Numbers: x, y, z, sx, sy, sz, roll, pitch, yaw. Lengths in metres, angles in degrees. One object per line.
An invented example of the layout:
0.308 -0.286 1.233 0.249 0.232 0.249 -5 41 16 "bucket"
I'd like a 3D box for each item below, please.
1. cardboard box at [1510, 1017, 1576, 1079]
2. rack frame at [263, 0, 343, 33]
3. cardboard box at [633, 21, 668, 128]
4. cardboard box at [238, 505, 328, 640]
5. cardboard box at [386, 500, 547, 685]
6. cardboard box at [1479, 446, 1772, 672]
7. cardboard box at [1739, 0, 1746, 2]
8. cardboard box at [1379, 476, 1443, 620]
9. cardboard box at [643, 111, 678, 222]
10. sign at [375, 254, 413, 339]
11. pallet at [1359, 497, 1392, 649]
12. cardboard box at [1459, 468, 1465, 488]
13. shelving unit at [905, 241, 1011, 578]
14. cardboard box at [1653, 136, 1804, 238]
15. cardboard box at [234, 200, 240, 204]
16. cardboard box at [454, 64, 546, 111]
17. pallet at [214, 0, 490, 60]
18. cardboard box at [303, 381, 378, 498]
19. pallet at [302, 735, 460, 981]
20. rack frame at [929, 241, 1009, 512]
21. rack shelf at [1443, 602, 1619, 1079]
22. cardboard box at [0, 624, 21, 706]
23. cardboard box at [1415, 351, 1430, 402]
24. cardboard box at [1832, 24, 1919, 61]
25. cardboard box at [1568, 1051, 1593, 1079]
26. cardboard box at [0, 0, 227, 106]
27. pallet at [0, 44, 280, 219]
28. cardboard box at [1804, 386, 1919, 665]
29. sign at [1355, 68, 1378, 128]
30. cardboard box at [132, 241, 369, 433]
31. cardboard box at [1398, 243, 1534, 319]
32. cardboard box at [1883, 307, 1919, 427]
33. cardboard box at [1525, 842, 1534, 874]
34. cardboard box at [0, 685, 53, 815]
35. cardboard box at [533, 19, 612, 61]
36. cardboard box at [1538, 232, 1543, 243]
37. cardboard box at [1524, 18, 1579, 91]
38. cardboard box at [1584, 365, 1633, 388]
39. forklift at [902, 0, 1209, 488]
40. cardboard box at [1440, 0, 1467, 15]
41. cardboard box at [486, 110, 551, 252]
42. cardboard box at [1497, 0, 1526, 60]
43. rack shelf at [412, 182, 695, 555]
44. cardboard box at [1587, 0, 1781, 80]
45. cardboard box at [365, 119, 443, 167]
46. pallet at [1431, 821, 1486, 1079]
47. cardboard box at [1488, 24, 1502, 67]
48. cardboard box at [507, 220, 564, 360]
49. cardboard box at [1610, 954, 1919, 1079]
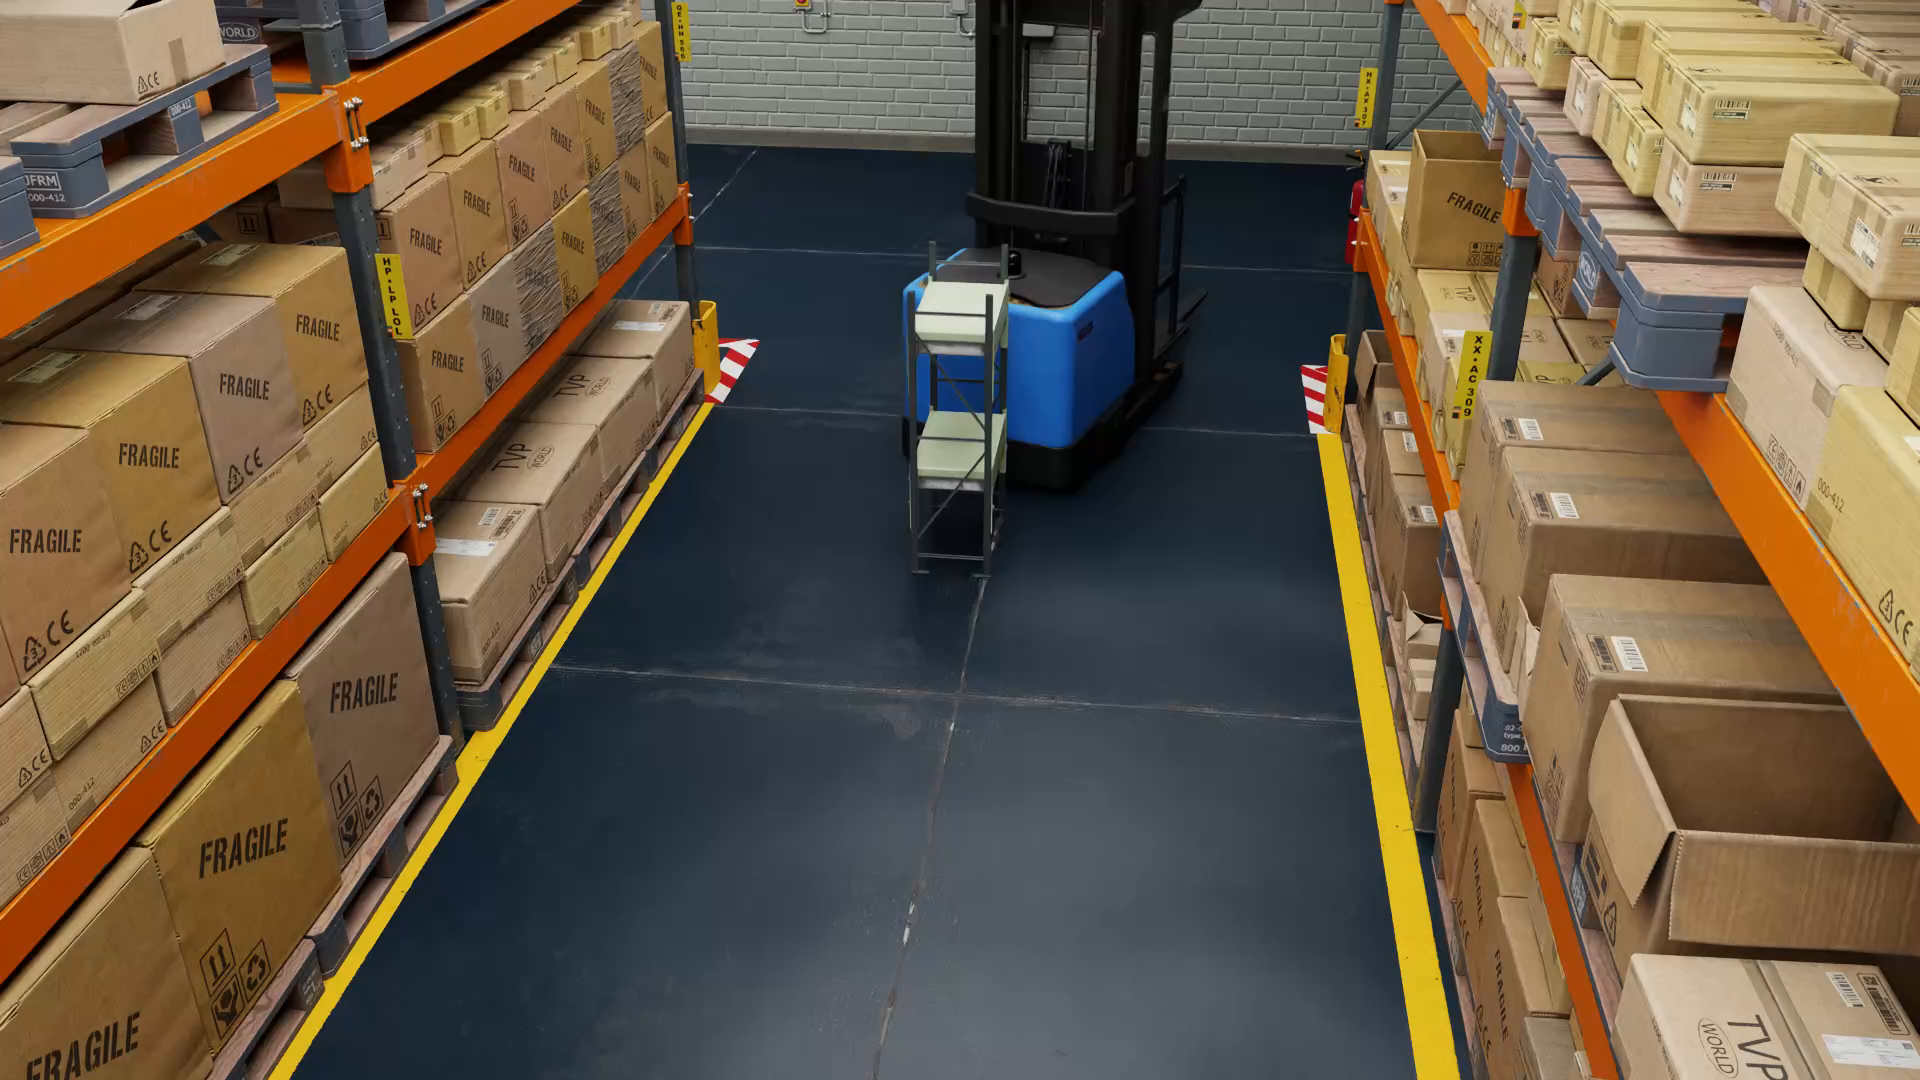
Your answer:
1.833 1.702 4.620 0.500 0.500 0.500 2 28 4 "cardboard box"
-2.620 -3.085 4.989 1.000 3.000 0.127 3 28 6 "rack frame"
-1.953 -2.570 9.199 0.500 0.500 0.500 4 29 8 "cardboard box"
-2.489 0.087 5.583 0.500 0.250 0.500 3 28 5 "cardboard box"
-2.437 0.210 7.457 0.875 0.438 0.875 3 28 5 "cardboard box"
1.962 0.072 4.905 0.700 0.500 0.500 4 29 7 "cardboard box"
2.385 -1.579 4.759 0.380 0.149 0.250 3 28 5 "cardboard box"
2.357 0.046 7.694 0.700 0.500 0.500 2 28 4 "cardboard box"
-1.927 -2.129 9.433 0.500 0.500 0.500 4 29 6 "cardboard box"
-2.081 -0.892 6.106 0.100 0.325 0.005 3 28 6 "sign"
2.538 0.171 8.210 1.003 0.211 1.213 3 28 6 "pallet"
2.095 -0.212 6.245 0.380 0.149 0.250 4 29 7 "cardboard box"
-0.001 -0.657 8.388 0.431 1.500 0.755 3 28 6 "shelving unit"
1.712 -0.754 3.541 0.380 0.149 0.250 4 29 7 "cardboard box"
-2.899 -1.377 6.301 0.380 0.149 0.250 3 28 5 "cardboard box"
-2.119 -2.063 7.574 0.380 0.149 0.250 3 29 6 "cardboard box"
-2.510 -2.110 6.435 1.003 0.211 1.213 3 28 6 "pallet"
-2.433 -0.377 5.917 0.500 0.250 0.500 3 28 6 "cardboard box"
-2.640 1.151 6.391 1.003 0.211 1.213 3 28 6 "pallet"
0.044 -0.829 8.708 0.400 1.500 0.023 3 28 6 "rack frame"
2.061 1.101 4.303 1.077 0.370 4.000 3 28 6 "rack shelf"
-2.677 0.260 3.945 0.500 0.500 0.500 4 29 8 "cardboard box"
2.175 -0.703 7.157 0.380 0.149 0.250 3 28 5 "cardboard box"
2.255 -1.094 3.859 0.380 0.149 0.250 3 28 5 "cardboard box"
1.816 1.486 4.339 0.380 0.149 0.250 2 28 4 "cardboard box"
-2.520 -1.483 4.829 0.500 0.311 0.500 3 28 6 "cardboard box"
-2.684 -1.246 4.939 0.805 0.209 1.217 2 28 4 "pallet"
1.699 -0.021 2.623 0.500 0.250 0.500 3 29 6 "cardboard box"
2.258 -2.453 9.228 0.100 0.325 0.005 3 28 6 "sign"
-2.426 -0.703 5.734 0.500 0.500 0.500 4 29 8 "cardboard box"
2.312 -1.189 7.639 0.500 0.250 0.500 3 28 5 "cardboard box"
1.717 -0.248 2.623 0.380 0.149 0.250 3 28 6 "cardboard box"
2.001 1.012 5.218 0.380 0.149 0.250 3 28 5 "cardboard box"
-2.666 0.583 4.136 0.500 0.250 0.500 3 28 6 "cardboard box"
-2.003 -2.553 8.482 0.380 0.149 0.250 4 29 7 "cardboard box"
2.874 -1.398 8.027 0.500 0.250 0.500 4 29 8 "cardboard box"
1.809 -1.359 4.664 0.380 0.149 0.250 4 29 7 "cardboard box"
2.635 -0.440 6.248 0.500 0.250 0.500 3 28 6 "cardboard box"
0.763 -2.249 9.834 1.130 2.935 3.031 13 31 22 "forklift"
2.217 -2.280 6.922 0.380 0.149 0.250 4 29 7 "cardboard box"
-2.180 -1.616 7.428 0.500 0.500 0.500 4 29 7 "cardboard box"
2.117 -1.785 5.582 0.500 0.250 0.500 3 29 6 "cardboard box"
-2.375 -1.069 8.330 1.077 0.370 4.000 3 28 6 "rack shelf"
1.794 -1.243 4.135 0.380 0.149 0.250 3 28 5 "cardboard box"
-2.319 -1.592 6.699 0.380 0.149 0.250 3 28 6 "cardboard box"
2.244 1.455 5.826 1.003 0.211 1.213 3 28 6 "pallet"
2.132 -1.795 6.021 0.380 0.149 0.250 4 29 8 "cardboard box"
-2.170 -1.164 7.643 0.500 0.500 0.500 4 29 7 "cardboard box"
1.624 1.091 3.277 0.500 0.250 0.500 2 28 4 "cardboard box"
